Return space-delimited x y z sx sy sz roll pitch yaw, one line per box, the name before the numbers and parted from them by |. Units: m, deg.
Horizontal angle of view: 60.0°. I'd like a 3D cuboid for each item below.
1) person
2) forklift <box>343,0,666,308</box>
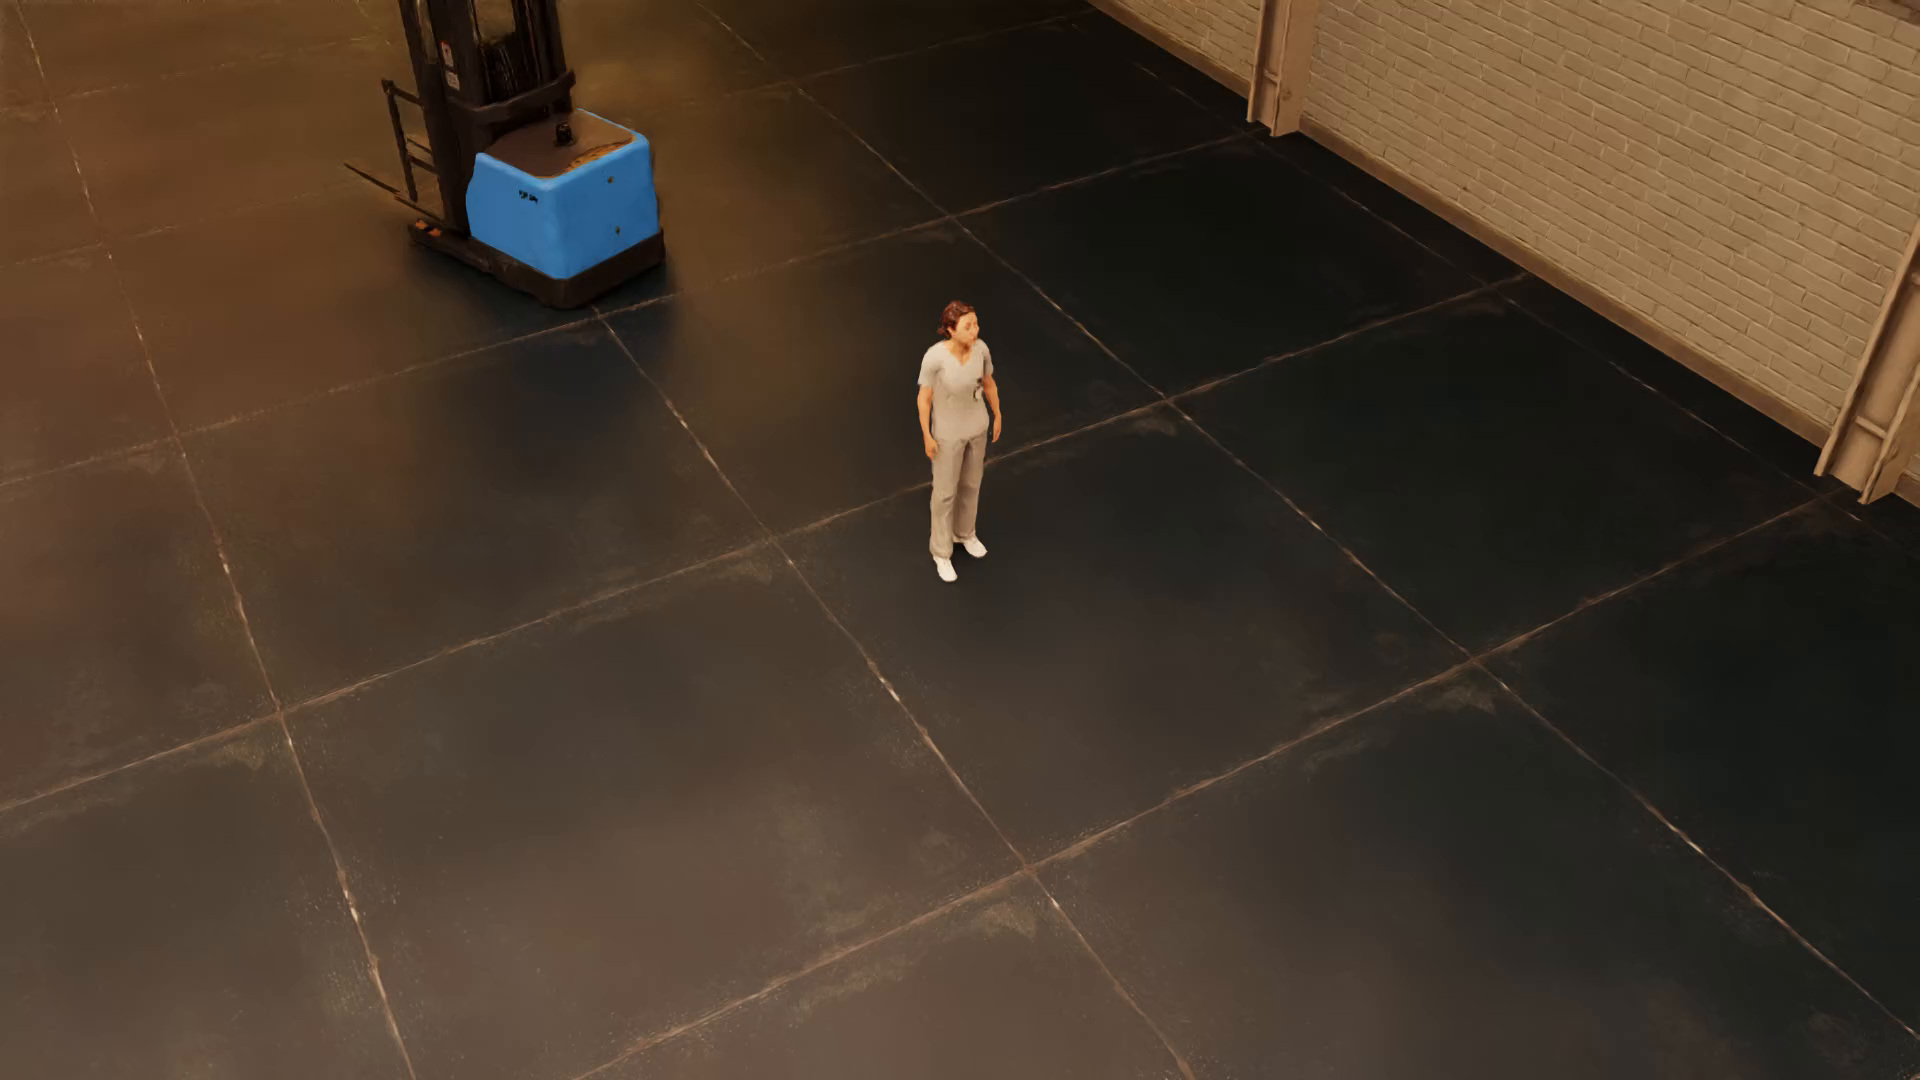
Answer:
person | 0.026 -0.606 9.738 0.550 1.674 0.548 -20 44 -23
forklift | -3.729 -3.633 12.417 3.031 2.935 1.130 28 47 30
